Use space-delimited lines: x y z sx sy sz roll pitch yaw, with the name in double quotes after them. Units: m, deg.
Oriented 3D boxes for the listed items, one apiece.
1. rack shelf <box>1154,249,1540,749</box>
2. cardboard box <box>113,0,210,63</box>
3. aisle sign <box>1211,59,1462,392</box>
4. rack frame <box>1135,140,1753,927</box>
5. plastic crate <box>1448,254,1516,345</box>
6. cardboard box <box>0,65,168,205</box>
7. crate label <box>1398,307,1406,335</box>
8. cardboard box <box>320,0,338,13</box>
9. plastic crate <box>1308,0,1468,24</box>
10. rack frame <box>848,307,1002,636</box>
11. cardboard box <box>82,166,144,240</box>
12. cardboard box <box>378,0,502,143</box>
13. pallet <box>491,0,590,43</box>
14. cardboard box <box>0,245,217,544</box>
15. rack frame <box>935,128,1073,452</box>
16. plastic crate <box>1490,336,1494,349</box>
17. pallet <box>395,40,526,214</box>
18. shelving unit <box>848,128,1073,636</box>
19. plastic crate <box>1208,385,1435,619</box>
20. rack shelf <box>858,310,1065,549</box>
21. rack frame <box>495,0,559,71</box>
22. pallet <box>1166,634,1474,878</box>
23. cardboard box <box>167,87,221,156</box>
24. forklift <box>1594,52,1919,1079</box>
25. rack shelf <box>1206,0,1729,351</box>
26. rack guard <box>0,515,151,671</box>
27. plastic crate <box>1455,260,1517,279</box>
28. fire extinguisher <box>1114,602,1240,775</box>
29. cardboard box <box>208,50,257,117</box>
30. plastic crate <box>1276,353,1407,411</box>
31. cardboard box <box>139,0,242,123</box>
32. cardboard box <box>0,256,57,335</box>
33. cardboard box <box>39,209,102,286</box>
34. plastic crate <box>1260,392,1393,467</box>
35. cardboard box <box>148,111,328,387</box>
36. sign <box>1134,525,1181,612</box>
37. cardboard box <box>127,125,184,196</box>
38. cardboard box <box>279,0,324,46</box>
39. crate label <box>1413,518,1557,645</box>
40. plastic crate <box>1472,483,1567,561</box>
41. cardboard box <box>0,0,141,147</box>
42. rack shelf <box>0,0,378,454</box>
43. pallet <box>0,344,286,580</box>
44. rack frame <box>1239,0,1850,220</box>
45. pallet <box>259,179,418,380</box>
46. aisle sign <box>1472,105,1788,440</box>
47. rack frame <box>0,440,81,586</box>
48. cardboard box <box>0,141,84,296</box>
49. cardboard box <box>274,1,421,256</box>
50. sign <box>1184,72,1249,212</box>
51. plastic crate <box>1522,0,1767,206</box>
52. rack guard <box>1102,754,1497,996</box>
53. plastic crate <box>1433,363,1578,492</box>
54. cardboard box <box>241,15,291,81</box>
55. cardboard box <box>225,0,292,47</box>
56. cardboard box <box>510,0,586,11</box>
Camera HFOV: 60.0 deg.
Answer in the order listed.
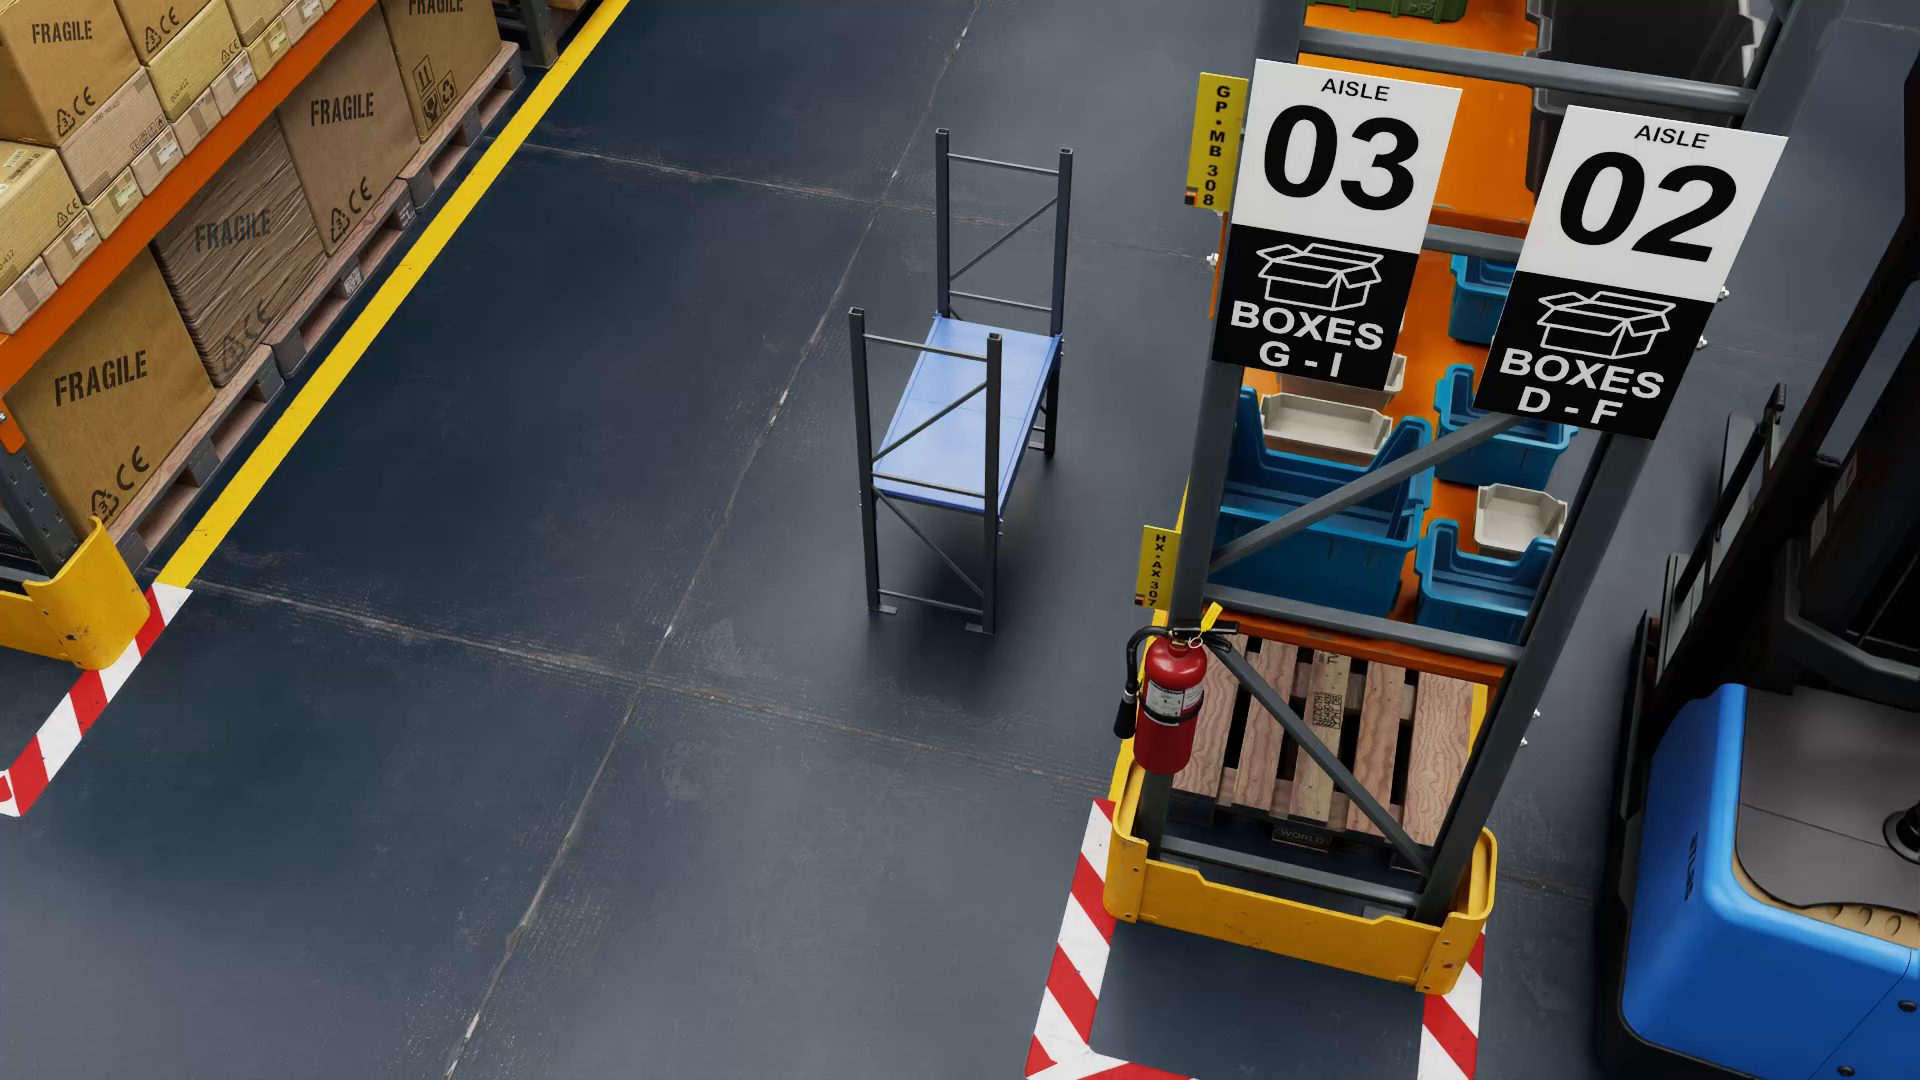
1.594 -0.978 6.011 1.077 0.370 4.000 12 50 10 "rack shelf"
-3.061 -2.075 5.901 0.500 0.500 0.500 10 49 9 "cardboard box"
0.766 -0.635 3.495 0.394 0.787 0.004 12 50 10 "aisle sign"
1.068 0.231 4.465 1.000 3.000 0.127 12 50 10 "rack frame"
1.797 -0.800 5.446 0.416 0.233 0.300 12 50 10 "plastic crate"
-3.193 -1.467 5.864 0.500 0.250 0.500 11 49 10 "cardboard box"
1.248 -0.741 5.458 0.396 0.136 0.243 12 50 10 "crate label"
-2.760 -2.342 6.903 0.380 0.149 0.250 11 49 9 "cardboard box"
1.052 -1.462 4.099 0.450 0.188 0.336 12 50 10 "plastic crate"
-0.111 -0.190 5.836 0.500 1.500 0.032 12 50 10 "rack frame"
-3.165 -1.227 5.918 0.380 0.149 0.250 11 49 9 "cardboard box"
-2.908 -2.614 8.113 0.875 0.875 0.875 12 50 10 "cardboard box"
-2.527 -3.290 9.432 1.003 0.211 1.213 12 50 10 "pallet"
-3.619 -0.661 6.389 0.875 0.875 0.875 12 50 10 "cardboard box"
0.156 -0.926 6.486 0.500 1.500 0.032 12 50 10 "rack frame"
1.793 -0.522 5.265 0.250 0.136 0.298 12 50 10 "plastic crate"
-2.933 -2.183 8.455 1.003 0.211 1.213 12 50 10 "pallet"
0.022 -0.558 6.161 0.538 1.500 1.048 12 50 10 "shelving unit"
0.976 -0.080 4.675 0.616 0.435 0.499 12 50 10 "plastic crate"
0.022 -0.439 6.296 0.538 0.185 1.000 12 50 10 "rack shelf"
-2.657 -3.640 7.881 1.000 3.000 0.127 12 50 10 "rack frame"
1.323 0.564 6.030 1.003 0.211 1.213 12 50 10 "pallet"
-3.030 -1.599 6.247 0.380 0.149 0.250 11 49 9 "cardboard box"
2.972 -0.216 4.905 1.130 2.935 3.031 16 50 13 "forklift"
1.594 -1.971 4.887 1.077 0.370 4.000 12 50 10 "rack shelf"
-3.717 0.098 6.249 1.175 0.500 0.348 12 50 10 "rack guard"
1.876 -1.017 5.637 0.416 0.233 0.300 12 50 10 "plastic crate"
0.590 0.399 4.616 0.296 0.674 0.183 12 50 10 "fire extinguisher"
-2.962 -1.786 6.412 0.380 0.149 0.250 11 50 10 "cardboard box"
1.198 -0.534 5.276 0.396 0.136 0.243 12 50 10 "plastic crate"
-3.057 -1.830 6.185 0.500 0.250 0.500 10 49 9 "cardboard box"
-3.298 -0.855 5.591 0.380 0.149 0.250 12 50 10 "cardboard box"
-3.232 -1.041 5.755 0.380 0.149 0.250 11 49 9 "cardboard box"
1.108 -0.328 5.093 0.396 0.136 0.243 12 50 10 "plastic crate"
-3.379 -1.320 6.970 0.875 0.875 0.875 12 50 10 "cardboard box"
0.533 0.080 4.489 0.100 0.325 0.005 12 50 10 "sign"
-3.098 -1.415 6.085 0.380 0.149 0.250 11 49 9 "cardboard box"
-2.828 -2.158 6.741 0.380 0.149 0.250 12 50 11 "cardboard box"
1.451 0.152 4.605 0.416 0.233 0.303 12 50 10 "crate label"
1.615 -0.031 4.832 0.250 0.136 0.298 12 50 10 "plastic crate"
-3.192 -1.699 5.570 0.500 0.500 0.500 10 49 9 "cardboard box"
-3.184 -1.955 6.874 1.077 0.370 4.000 12 50 10 "rack shelf"
-3.575 -0.418 6.897 1.003 0.211 1.213 12 50 10 "pallet"
1.068 -1.755 2.215 1.000 3.000 0.127 12 50 10 "rack frame"
-3.252 -1.298 7.673 1.003 0.211 1.213 12 50 10 "pallet"
1.336 -0.519 3.392 0.394 0.787 0.004 12 50 10 "aisle sign"
-3.710 -0.747 5.327 1.000 3.000 0.127 12 50 10 "rack frame"
-3.323 -1.090 5.531 0.500 0.250 0.500 10 49 9 "cardboard box"
-3.145 -1.963 7.538 0.875 0.875 0.875 12 50 10 "cardboard box"
0.533 -0.824 3.465 0.100 0.325 0.005 12 50 10 "sign"
1.438 -0.942 3.586 0.497 0.269 0.590 12 50 10 "plastic crate"
1.074 1.078 5.384 1.175 0.500 0.348 12 50 10 "rack guard"
1.624 -0.324 5.026 0.416 0.233 0.300 12 50 10 "plastic crate"
-2.895 -1.968 6.573 0.380 0.149 0.250 10 49 9 "cardboard box"
-2.925 -2.208 6.519 0.500 0.250 0.500 11 49 9 "cardboard box"
-2.508 -3.543 8.932 1.225 0.875 0.875 12 50 10 "cardboard box"
